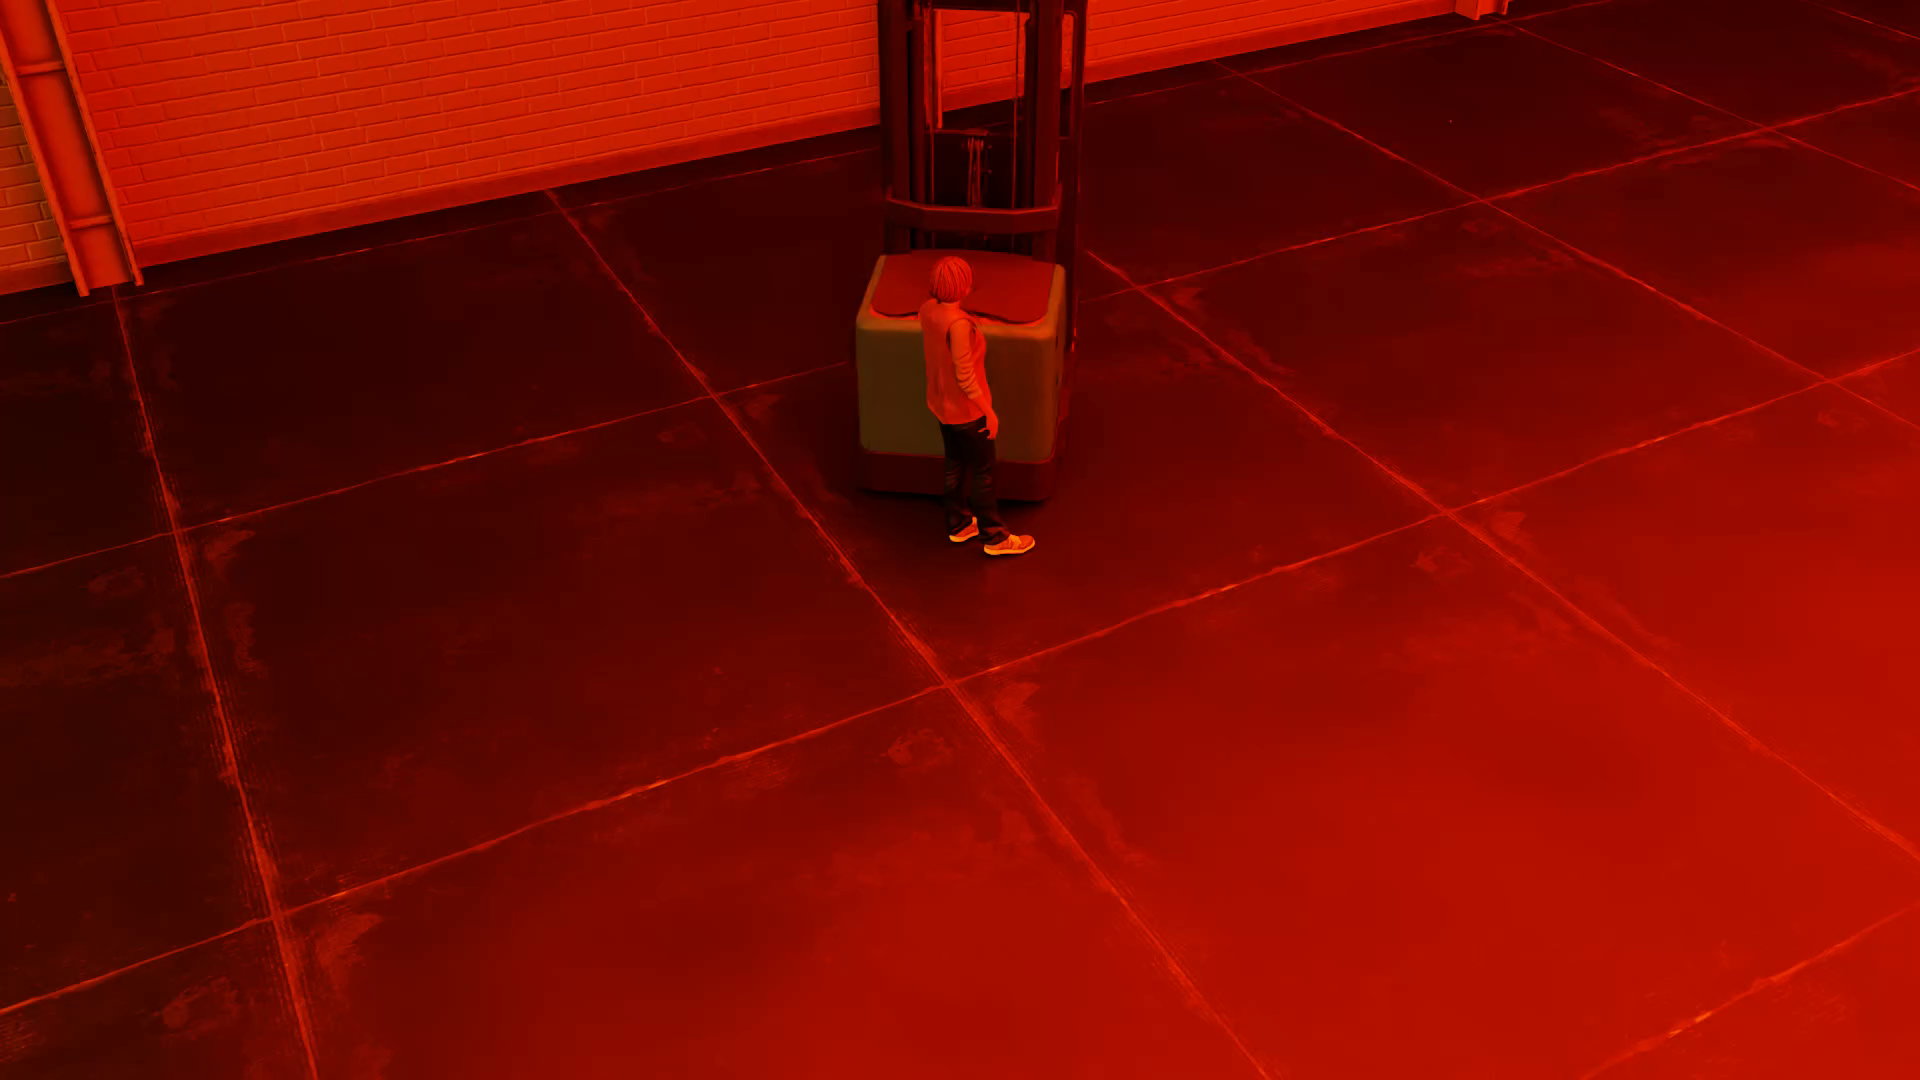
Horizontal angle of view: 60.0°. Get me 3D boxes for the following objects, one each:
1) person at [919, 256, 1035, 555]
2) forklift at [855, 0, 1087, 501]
[{"bbox_3d":[0.072,-0.671,8.215,0.476,1.597,0.520,-17,39,-23],"label":"person"},{"bbox_3d":[0.144,-2.241,9.293,1.130,2.935,3.031,4,35,6],"label":"forklift"}]
